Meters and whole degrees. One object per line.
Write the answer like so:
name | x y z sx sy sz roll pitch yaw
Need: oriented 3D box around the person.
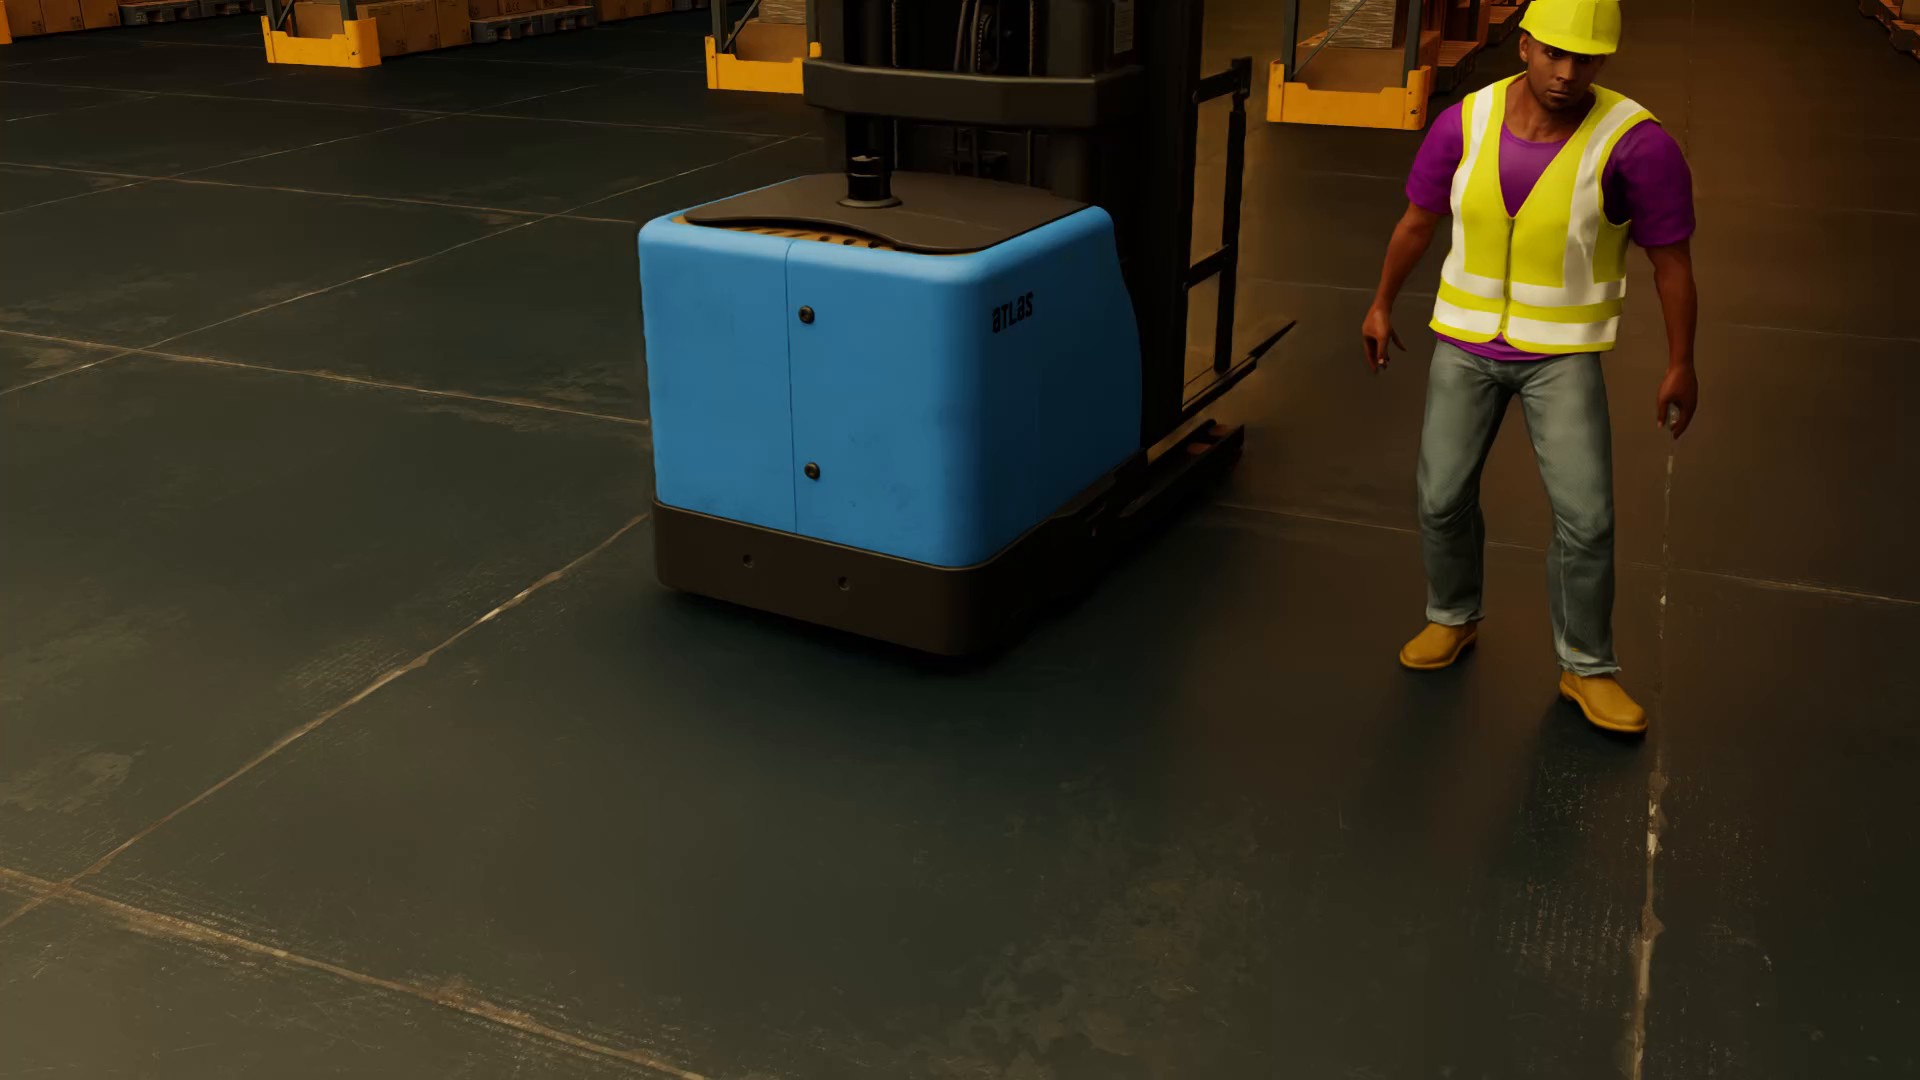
person | 1.331 -0.449 3.936 0.878 1.733 0.463 15 27 32

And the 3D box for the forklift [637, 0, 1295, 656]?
forklift | 0.307 -1.585 5.085 1.130 2.935 3.031 12 26 27
